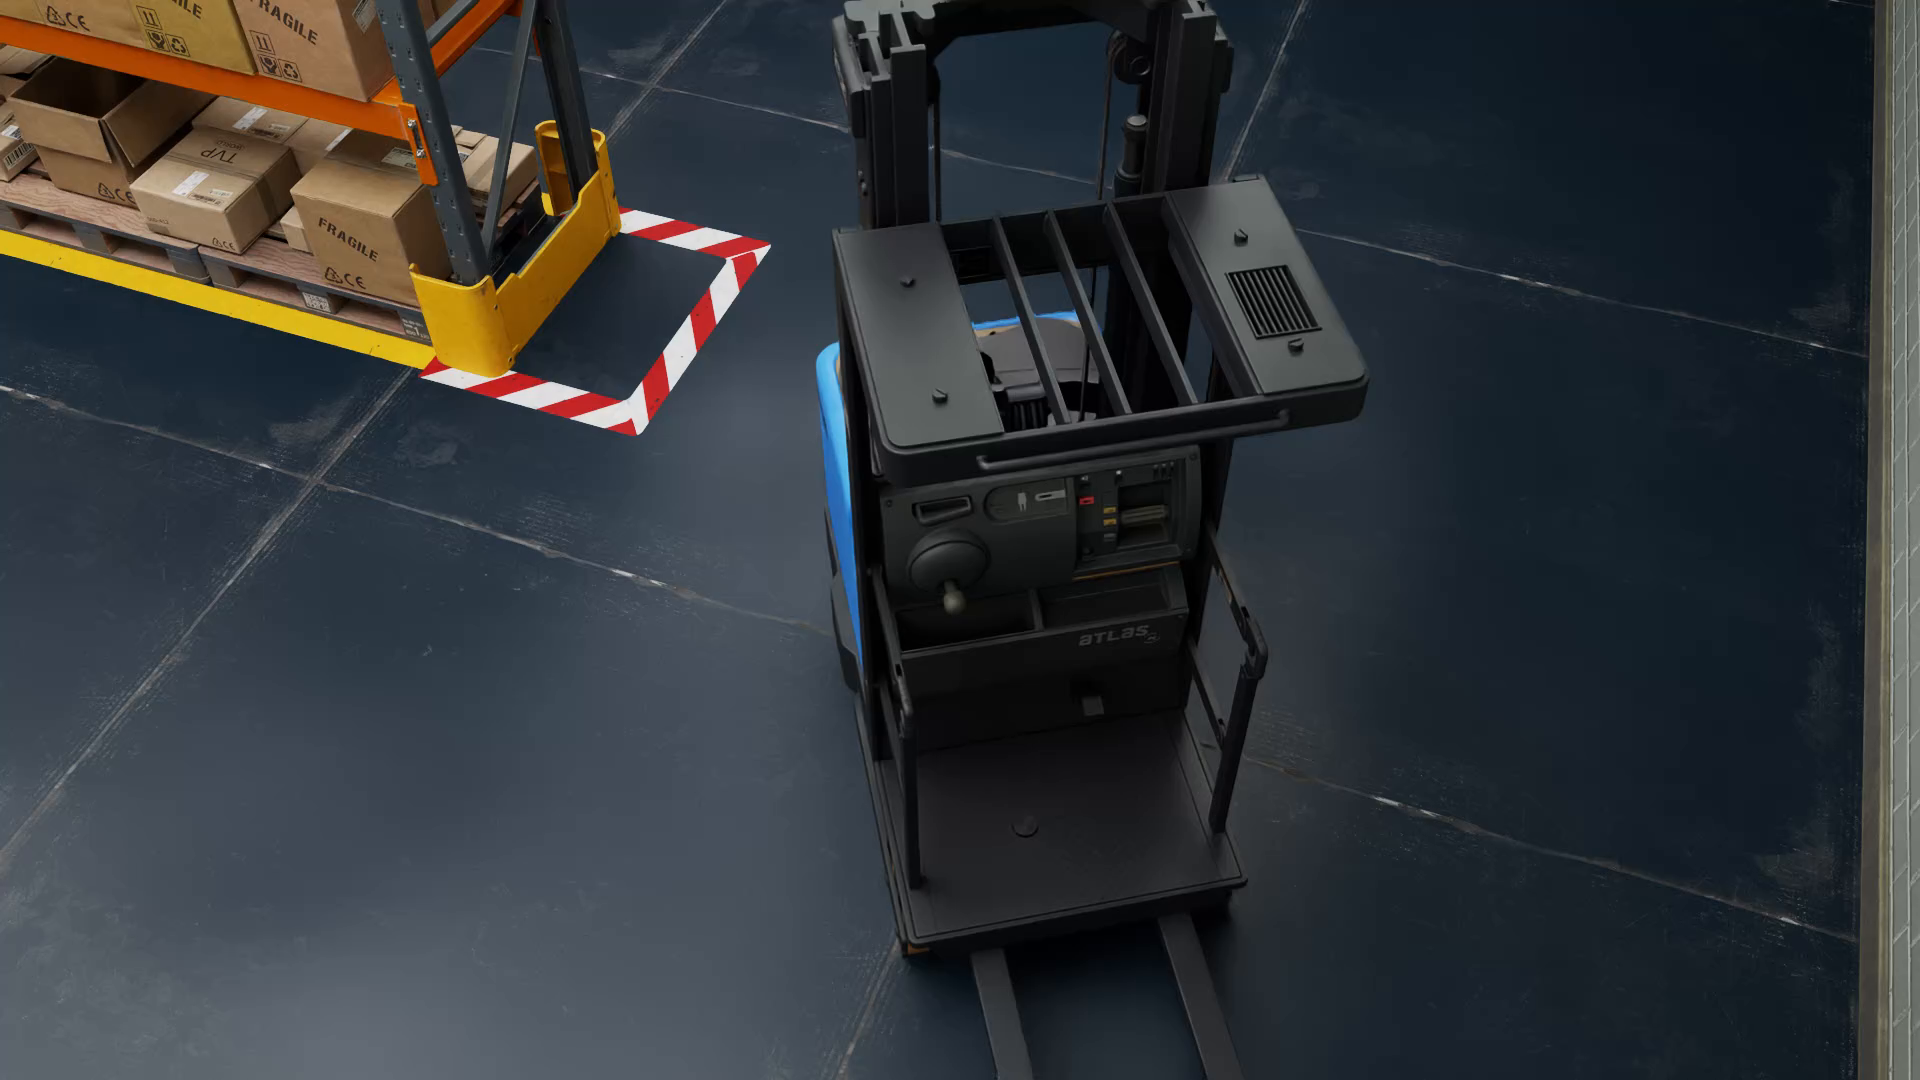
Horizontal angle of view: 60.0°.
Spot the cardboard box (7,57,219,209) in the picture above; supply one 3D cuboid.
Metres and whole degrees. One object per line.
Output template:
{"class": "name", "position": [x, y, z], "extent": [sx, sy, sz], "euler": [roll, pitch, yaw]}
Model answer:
{"class": "cardboard box", "position": [-3.870, -1.998, 7.725], "extent": [0.637, 0.503, 0.797], "euler": [16, 51, 13]}

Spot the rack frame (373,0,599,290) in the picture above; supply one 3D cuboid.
{"class": "rack frame", "position": [-1.882, -2.113, 6.463], "extent": [0.127, 3.000, 1.000], "euler": [16, 51, 13]}

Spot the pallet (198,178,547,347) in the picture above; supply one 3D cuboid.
{"class": "pallet", "position": [-2.701, -1.427, 7.714], "extent": [1.213, 0.211, 1.003], "euler": [16, 51, 13]}

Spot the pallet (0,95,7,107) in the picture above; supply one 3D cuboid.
{"class": "pallet", "position": [-4.990, -2.066, 8.268], "extent": [1.213, 0.211, 1.003], "euler": [16, 51, 13]}

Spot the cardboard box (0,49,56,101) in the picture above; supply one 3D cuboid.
{"class": "cardboard box", "position": [-4.298, -2.279, 8.095], "extent": [0.500, 0.311, 0.500], "euler": [16, 51, 13]}

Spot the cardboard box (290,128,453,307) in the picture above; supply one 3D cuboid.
{"class": "cardboard box", "position": [-2.477, -1.406, 7.213], "extent": [0.500, 0.500, 0.500], "euler": [16, 51, 13]}

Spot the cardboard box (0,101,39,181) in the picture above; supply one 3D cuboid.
{"class": "cardboard box", "position": [-4.500, -1.894, 7.857], "extent": [0.250, 0.166, 0.380], "euler": [16, 51, 13]}

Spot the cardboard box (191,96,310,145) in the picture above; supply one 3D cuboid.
{"class": "cardboard box", "position": [-3.232, -1.962, 7.860], "extent": [0.500, 0.250, 0.500], "euler": [16, 51, 13]}

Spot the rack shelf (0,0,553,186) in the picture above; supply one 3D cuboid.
{"class": "rack shelf", "position": [-3.758, -2.401, 7.189], "extent": [4.000, 0.370, 1.077], "euler": [16, 51, 13]}

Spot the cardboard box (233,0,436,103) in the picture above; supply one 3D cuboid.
{"class": "cardboard box", "position": [-2.396, -2.070, 6.359], "extent": [0.500, 0.500, 0.500], "euler": [17, 51, 14]}

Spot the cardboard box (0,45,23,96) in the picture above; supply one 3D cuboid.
{"class": "cardboard box", "position": [-4.629, -2.367, 8.278], "extent": [0.250, 0.149, 0.380], "euler": [16, 51, 13]}

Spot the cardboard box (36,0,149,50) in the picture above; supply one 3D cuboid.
{"class": "cardboard box", "position": [-3.350, -2.338, 6.592], "extent": [0.500, 0.500, 0.500], "euler": [16, 51, 13]}

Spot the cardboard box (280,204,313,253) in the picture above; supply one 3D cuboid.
{"class": "cardboard box", "position": [-2.826, -1.467, 7.487], "extent": [0.250, 0.166, 0.380], "euler": [16, 51, 13]}

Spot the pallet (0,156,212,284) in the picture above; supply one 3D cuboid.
{"class": "pallet", "position": [-3.842, -1.748, 7.992], "extent": [1.213, 0.211, 1.003], "euler": [16, 51, 13]}

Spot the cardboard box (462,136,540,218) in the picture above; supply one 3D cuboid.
{"class": "cardboard box", "position": [-2.156, -1.677, 7.680], "extent": [0.250, 0.149, 0.380], "euler": [16, 51, 13]}

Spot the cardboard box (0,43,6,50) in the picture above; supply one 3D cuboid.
{"class": "cardboard box", "position": [-5.001, -2.538, 8.194], "extent": [0.500, 0.500, 0.500], "euler": [16, 51, 13]}

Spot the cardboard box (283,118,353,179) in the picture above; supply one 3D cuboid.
{"class": "cardboard box", "position": [-2.763, -1.831, 7.747], "extent": [0.500, 0.250, 0.500], "euler": [16, 51, 13]}

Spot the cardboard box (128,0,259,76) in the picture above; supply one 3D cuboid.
{"class": "cardboard box", "position": [-2.884, -2.203, 6.475], "extent": [0.500, 0.500, 0.500], "euler": [16, 51, 13]}

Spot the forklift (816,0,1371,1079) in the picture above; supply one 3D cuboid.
{"class": "forklift", "position": [0.284, 0.074, 4.613], "extent": [1.130, 2.935, 3.031], "euler": [-9, 50, -8]}

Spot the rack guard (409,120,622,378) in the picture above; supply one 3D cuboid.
{"class": "rack guard", "position": [-1.953, -1.314, 7.425], "extent": [0.348, 0.500, 1.175], "euler": [16, 51, 13]}

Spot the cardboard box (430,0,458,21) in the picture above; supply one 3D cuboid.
{"class": "cardboard box", "position": [-2.207, -2.449, 6.688], "extent": [0.500, 0.500, 0.500], "euler": [17, 51, 14]}

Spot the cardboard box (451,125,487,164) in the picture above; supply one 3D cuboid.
{"class": "cardboard box", "position": [-2.390, -1.748, 7.730], "extent": [0.250, 0.166, 0.380], "euler": [16, 51, 13]}

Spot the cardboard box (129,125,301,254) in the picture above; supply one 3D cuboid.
{"class": "cardboard box", "position": [-3.358, -1.594, 7.542], "extent": [0.500, 0.250, 0.500], "euler": [16, 51, 13]}

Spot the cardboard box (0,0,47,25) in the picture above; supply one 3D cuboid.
{"class": "cardboard box", "position": [-3.823, -2.470, 6.706], "extent": [0.500, 0.500, 0.500], "euler": [15, 51, 13]}
